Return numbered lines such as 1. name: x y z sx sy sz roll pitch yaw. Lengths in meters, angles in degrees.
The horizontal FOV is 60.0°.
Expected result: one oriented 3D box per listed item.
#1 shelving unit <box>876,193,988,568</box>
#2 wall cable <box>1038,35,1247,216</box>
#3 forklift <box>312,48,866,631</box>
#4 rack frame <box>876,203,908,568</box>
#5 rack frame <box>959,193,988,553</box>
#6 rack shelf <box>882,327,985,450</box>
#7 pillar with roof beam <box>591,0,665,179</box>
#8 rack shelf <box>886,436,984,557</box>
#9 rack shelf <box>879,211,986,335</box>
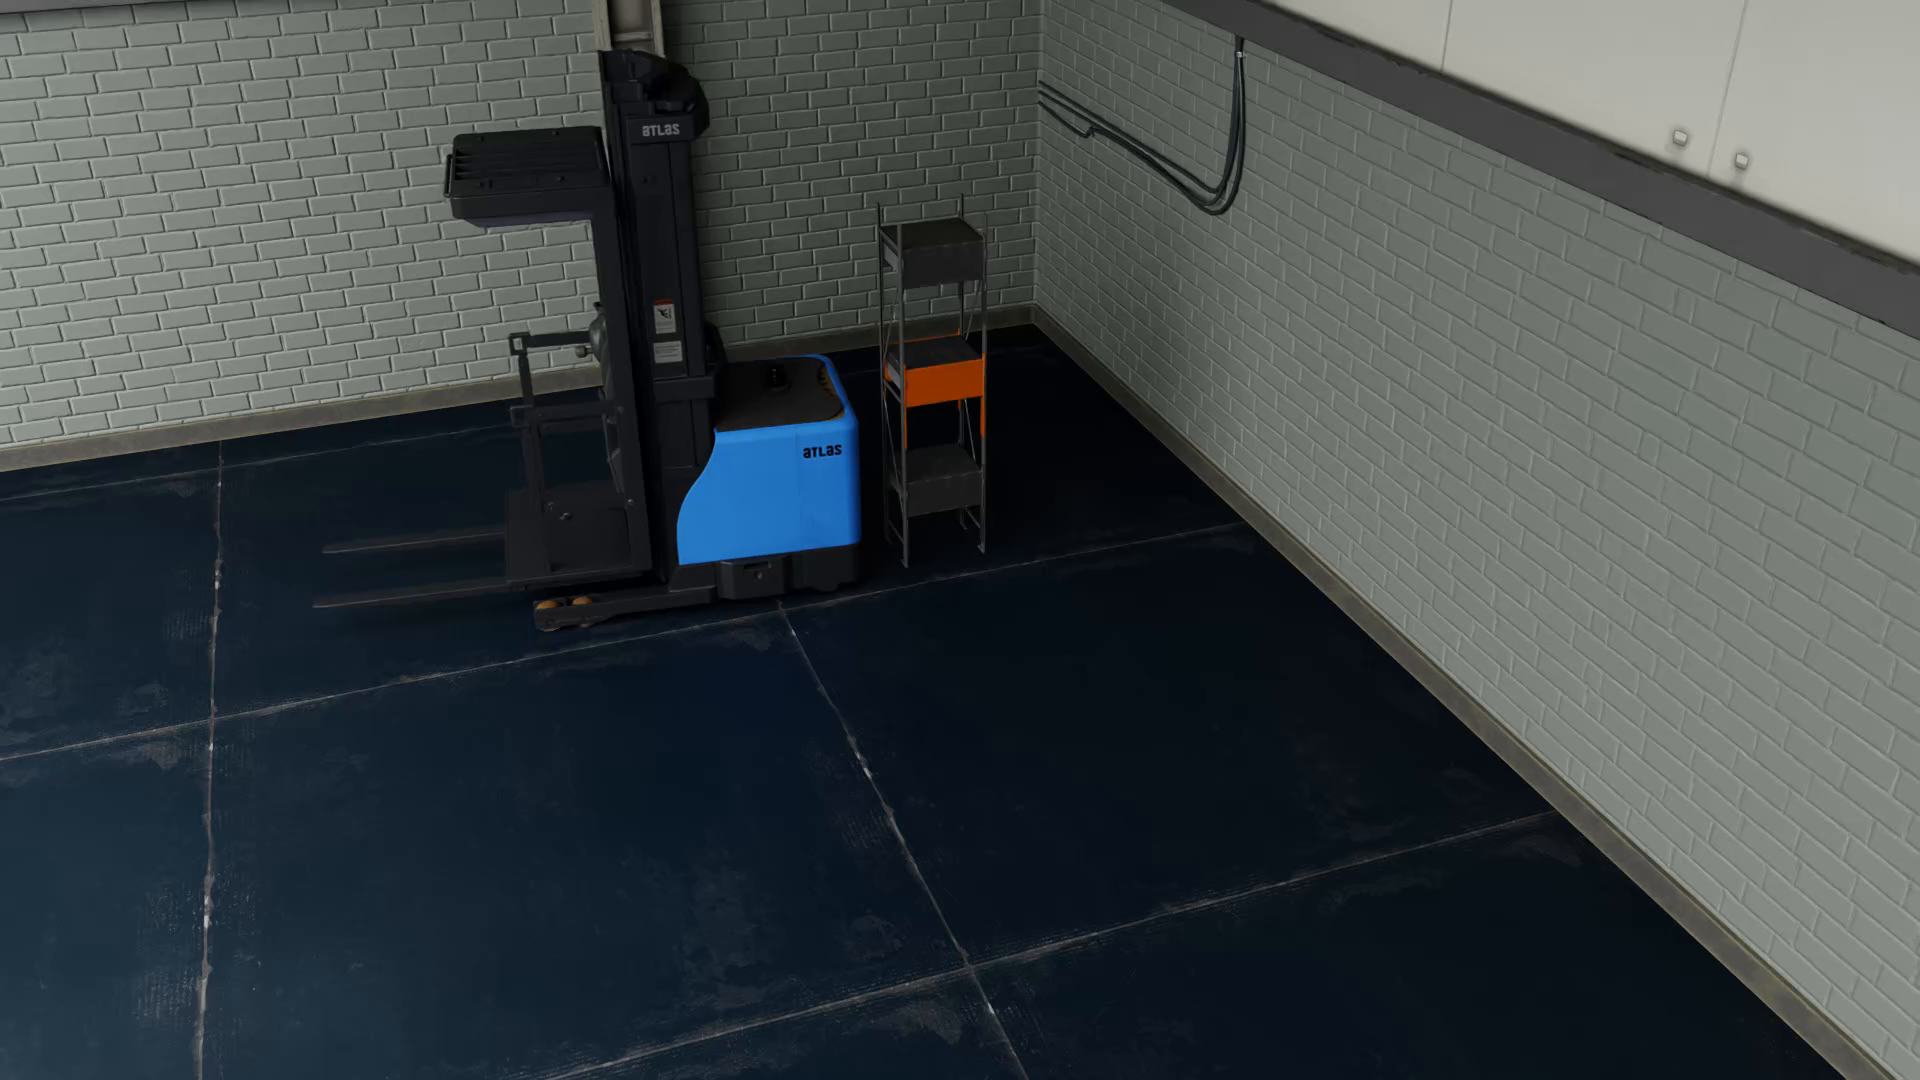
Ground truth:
1. shelving unit: -0.155 -0.884 9.531 0.503 2.100 0.431 -10 31 -18
2. wall cable: 1.057 -3.596 10.459 0.112 2.526 3.097 -10 31 -18
3. forklift: -2.119 -1.056 8.993 3.031 2.935 1.130 -7 30 -12
4. rack frame: -0.384 -0.842 9.457 0.015 2.100 0.400 -10 31 -18
5. rack frame: 0.074 -0.926 9.605 0.015 2.100 0.400 -10 31 -18
6. rack shelf: -0.155 -0.872 9.537 0.480 0.518 0.431 -10 31 -18
7. pillar with roof beam: -0.664 -3.053 6.369 0.400 9.000 9.100 -10 31 -18
8. rack shelf: -0.155 -0.264 9.884 0.480 0.518 0.431 -10 31 -18
9. rack shelf: -0.155 -1.480 9.191 0.480 0.518 0.431 -10 31 -18
